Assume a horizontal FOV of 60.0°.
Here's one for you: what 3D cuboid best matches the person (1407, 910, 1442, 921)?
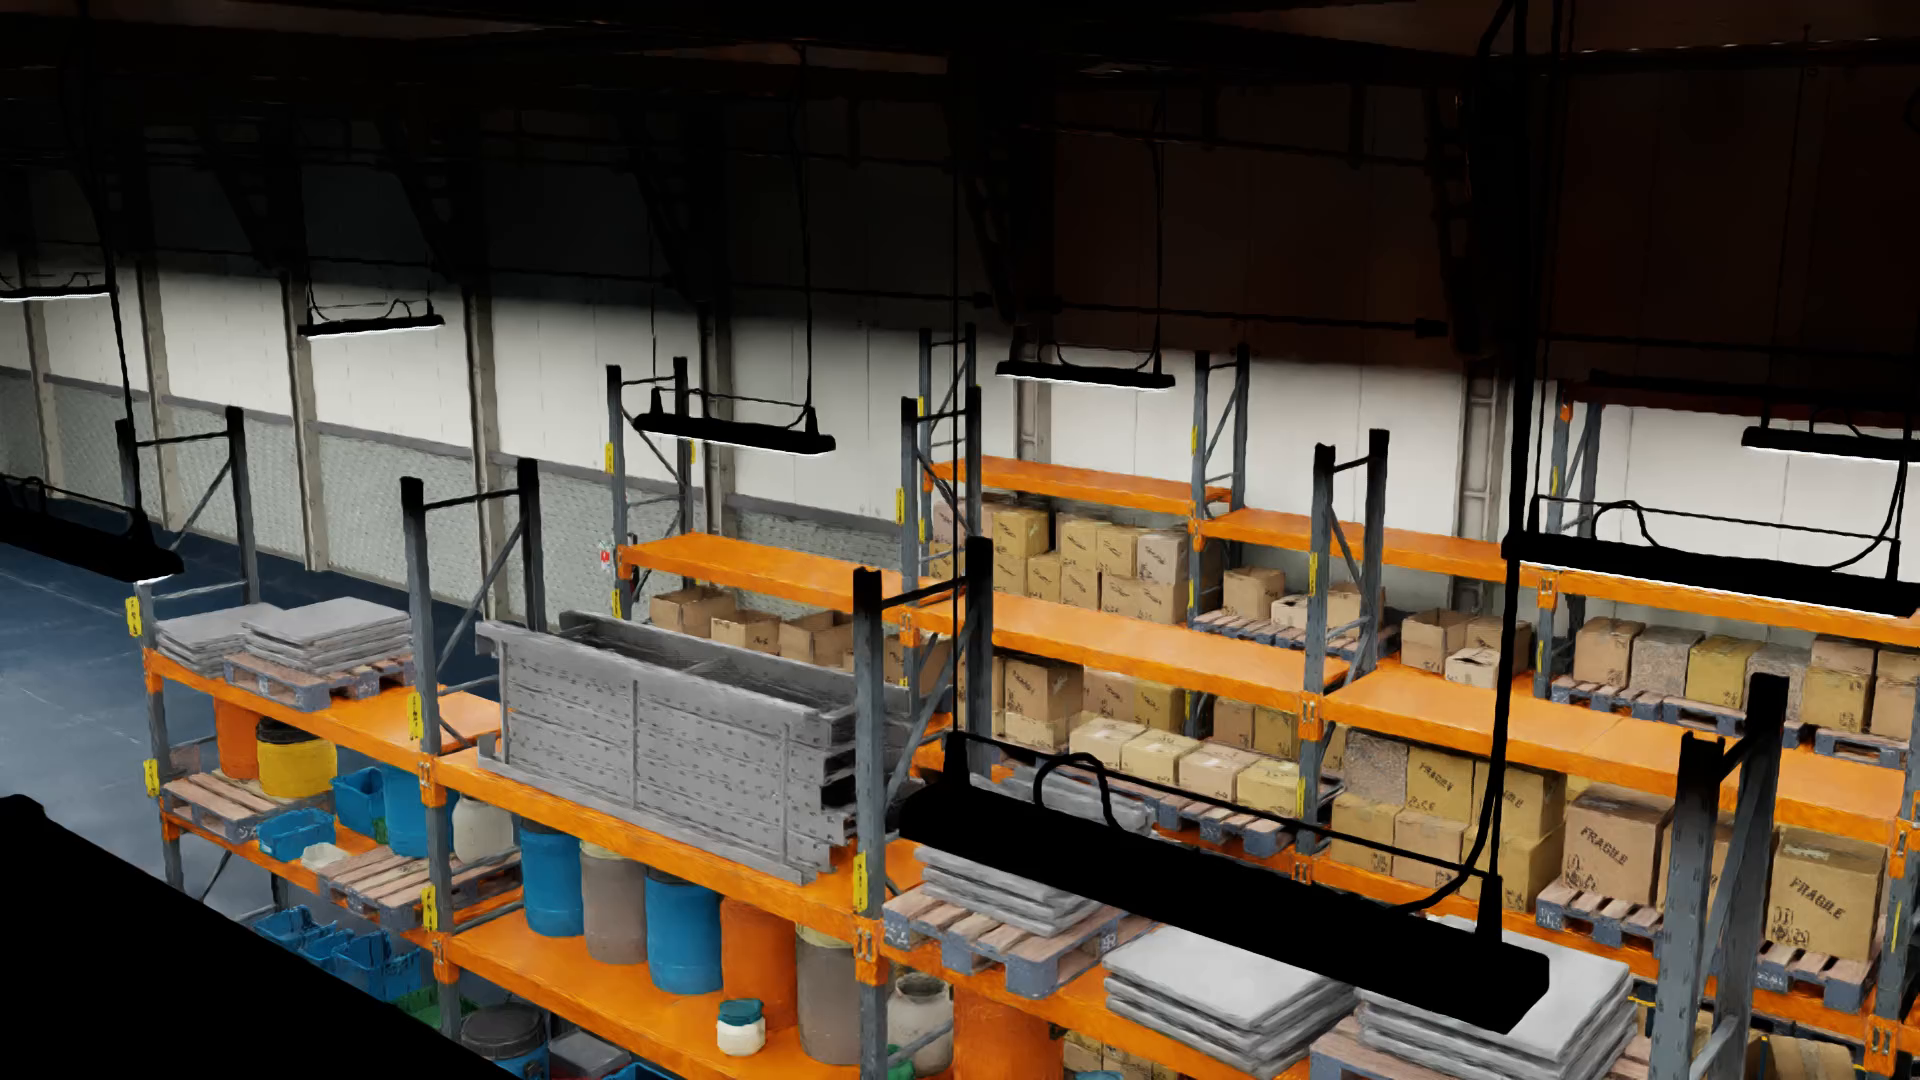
[{"bbox_3d":[4.423,3.638,16.191,1.114,1.700,0.571,9,16,36],"label":"person"}]
